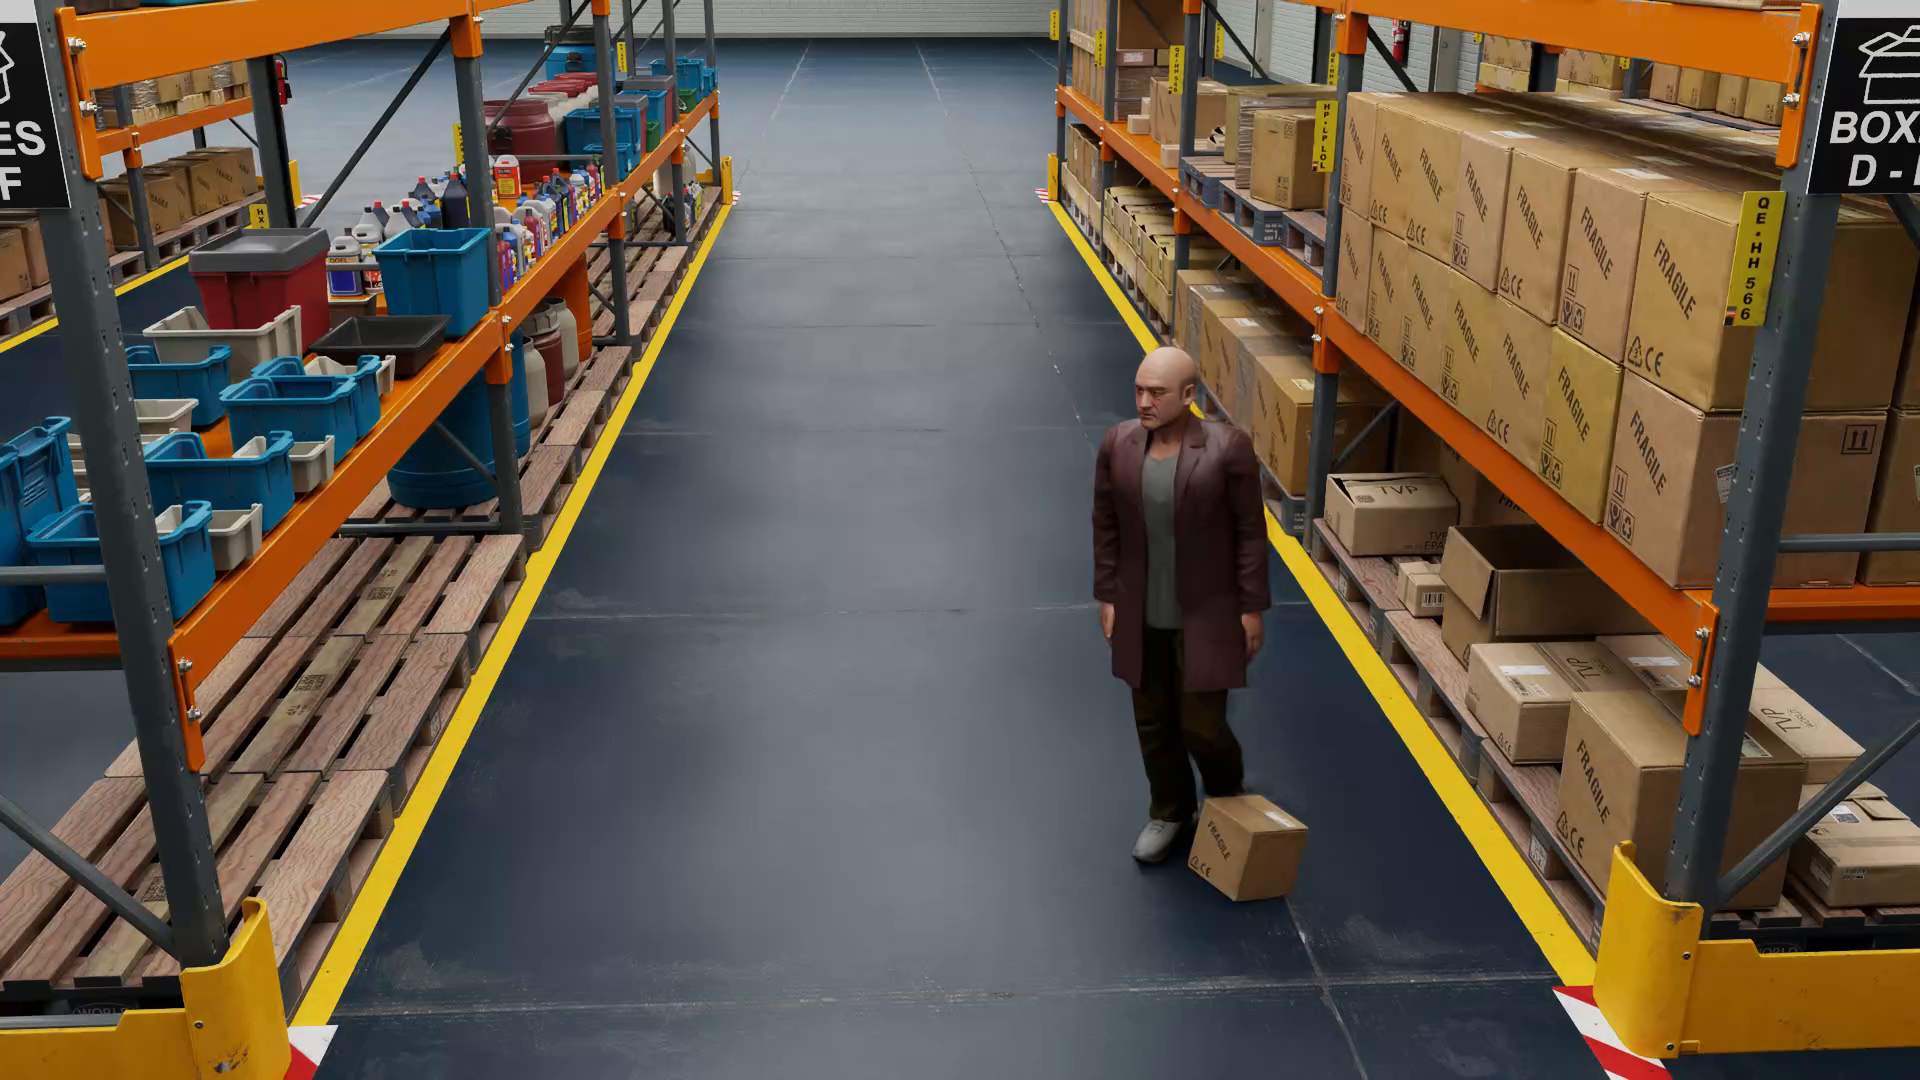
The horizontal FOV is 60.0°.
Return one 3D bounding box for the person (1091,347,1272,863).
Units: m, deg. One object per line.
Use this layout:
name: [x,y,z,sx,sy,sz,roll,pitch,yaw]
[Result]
person: [0.727,0.215,5.481,0.614,1.774,0.563,11,23,28]
